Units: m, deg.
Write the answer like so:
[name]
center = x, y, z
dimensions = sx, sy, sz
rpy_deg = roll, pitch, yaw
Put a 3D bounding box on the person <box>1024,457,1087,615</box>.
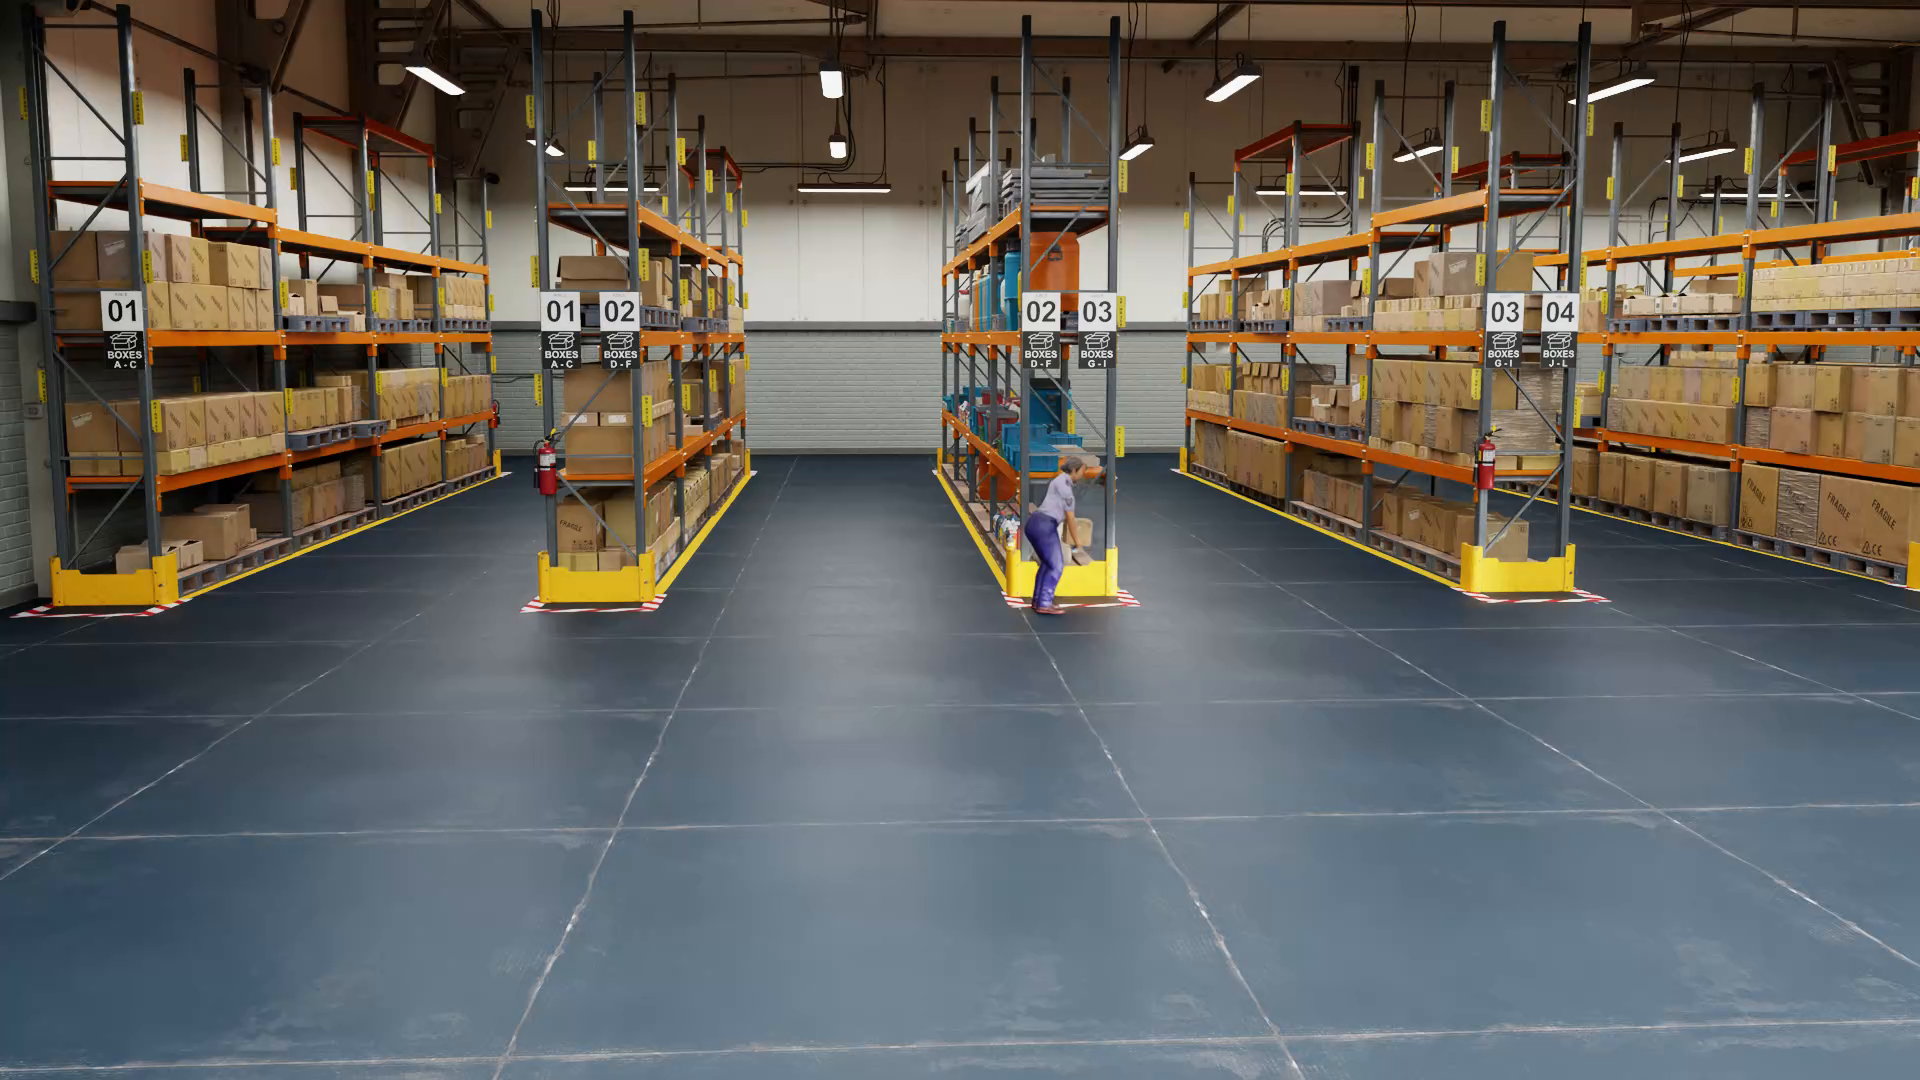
[person]
center = 0.953, -0.050, 16.629
dimensions = 0.599, 1.559, 0.445
rpy_deg = -1, 7, -8
